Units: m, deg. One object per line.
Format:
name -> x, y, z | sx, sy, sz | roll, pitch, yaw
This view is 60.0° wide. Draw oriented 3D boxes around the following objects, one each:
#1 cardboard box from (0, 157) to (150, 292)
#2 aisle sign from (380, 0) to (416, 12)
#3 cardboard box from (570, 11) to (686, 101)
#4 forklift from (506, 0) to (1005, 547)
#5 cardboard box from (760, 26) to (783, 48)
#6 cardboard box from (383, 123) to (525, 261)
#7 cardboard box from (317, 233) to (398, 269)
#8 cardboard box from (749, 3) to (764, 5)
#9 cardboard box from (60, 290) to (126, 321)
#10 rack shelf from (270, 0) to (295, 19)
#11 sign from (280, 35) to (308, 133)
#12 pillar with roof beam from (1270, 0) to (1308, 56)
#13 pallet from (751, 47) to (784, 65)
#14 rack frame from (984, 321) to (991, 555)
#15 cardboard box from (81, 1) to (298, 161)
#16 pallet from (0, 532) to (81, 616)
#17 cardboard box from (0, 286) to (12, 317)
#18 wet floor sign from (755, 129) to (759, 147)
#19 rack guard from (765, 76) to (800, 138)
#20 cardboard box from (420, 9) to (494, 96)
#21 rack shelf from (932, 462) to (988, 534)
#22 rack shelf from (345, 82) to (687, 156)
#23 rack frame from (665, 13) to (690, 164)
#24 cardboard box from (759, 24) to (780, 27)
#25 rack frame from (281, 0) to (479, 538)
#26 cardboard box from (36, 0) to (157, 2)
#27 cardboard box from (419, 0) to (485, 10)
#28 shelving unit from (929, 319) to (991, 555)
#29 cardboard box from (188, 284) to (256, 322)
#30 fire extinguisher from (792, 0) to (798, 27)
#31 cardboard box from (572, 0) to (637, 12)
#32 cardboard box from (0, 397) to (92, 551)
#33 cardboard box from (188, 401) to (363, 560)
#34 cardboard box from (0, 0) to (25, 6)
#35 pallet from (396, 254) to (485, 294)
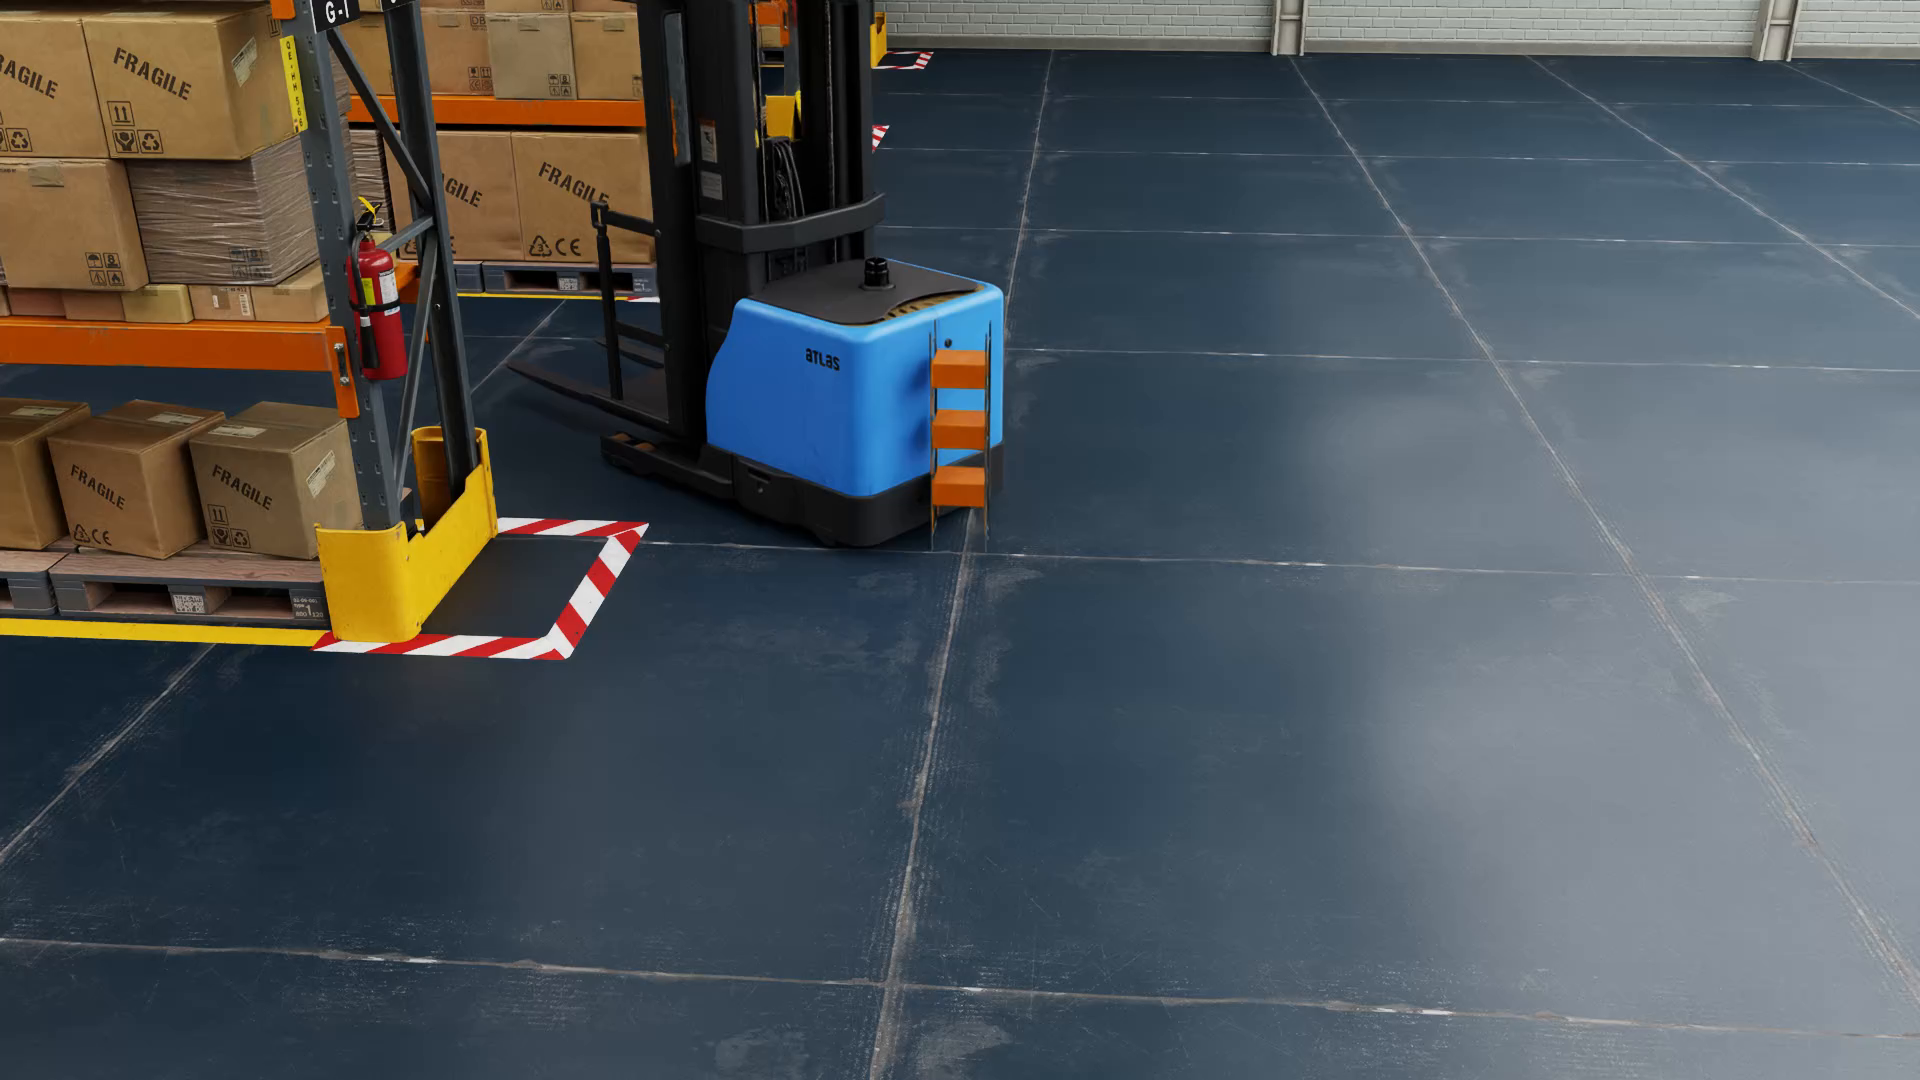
cardboard box -> -3.364, -1.359, 6.640 | 0.500, 0.500, 0.875 | 2, 25, 4
aisle sign -> -2.225, -2.488, 6.458 | 0.004, 0.787, 0.394 | 2, 25, 4
cardboard box -> -2.203, -3.309, 11.173 | 0.550, 0.550, 0.875 | 2, 25, 4
forklift -> -1.213, -1.802, 8.161 | 3.031, 2.935, 1.130 | 21, 32, 37
cardboard box -> -2.163, -6.228, 20.483 | 0.500, 0.250, 0.500 | 2, 25, 4
cardboard box -> -3.388, -2.495, 11.623 | 0.875, 0.875, 0.875 | 1, 25, 3
cardboard box -> -2.576, -1.178, 7.022 | 0.250, 0.149, 0.380 | 2, 25, 4
cardboard box -> -1.941, -5.123, 15.595 | 0.250, 0.149, 0.380 | 3, 25, 6
cardboard box -> -3.360, -1.002, 6.639 | 0.250, 0.149, 0.380 | 2, 25, 4
rack shelf -> -4.304, -2.284, 6.396 | 4.000, 0.370, 1.077 | 2, 25, 4
sign -> -2.372, -1.623, 5.925 | 0.005, 0.325, 0.100 | 2, 25, 4
pillar with roof beam -> 3.853, -8.520, 15.501 | 0.400, 9.000, 9.100 | 2, 25, 4
pallet -> -1.941, -6.123, 20.805 | 1.213, 0.211, 1.003 | 2, 25, 4
rack frame -> 0.124, -0.450, 7.473 | 0.008, 1.050, 0.200 | 2, 25, 5
cardboard box -> -2.877, -1.733, 6.256 | 0.500, 0.500, 0.500 | 2, 25, 4
pallet -> -4.406, 0.000, 7.498 | 1.213, 0.211, 1.003 | 2, 25, 4
cardboard box -> -3.857, -1.026, 6.691 | 0.250, 0.149, 0.380 | 2, 25, 4
wet floor sign -> -1.649, -3.002, 13.503 | 0.232, 0.644, 0.267 | -2, 25, -5
rack guard -> -1.627, -4.181, 16.238 | 0.348, 0.500, 1.175 | 2, 25, 4
cardboard box -> -3.302, -3.388, 11.344 | 0.550, 0.550, 0.875 | 2, 25, 4
rack shelf -> 0.003, -0.193, 7.604 | 0.240, 0.259, 0.215 | 2, 25, 5
rack shelf -> -3.824, -2.985, 11.509 | 4.000, 0.370, 1.077 | 2, 25, 4
rack frame -> -1.829, -3.248, 11.220 | 0.127, 3.000, 1.000 | 2, 25, 4
cardboard box -> -2.183, -6.458, 20.384 | 0.500, 0.250, 0.500 | 2, 25, 3
rack frame -> -2.310, -1.184, 6.734 | 0.127, 3.000, 1.000 | 2, 25, 4
cardboard box -> -3.335, -1.969, 6.768 | 0.500, 0.500, 0.500 | 2, 25, 4
cardboard box -> -3.300, -3.888, 11.140 | 0.550, 0.550, 0.875 | 2, 25, 4
shelving unit -> 0.003, -0.455, 7.484 | 0.252, 1.050, 0.215 | 2, 25, 5
cardboard box -> -2.859, -1.001, 6.637 | 0.250, 0.149, 0.380 | 2, 25, 4
fire extinguisher -> -1.472, -5.083, 15.301 | 0.183, 0.674, 0.296 | 2, 25, 4
cardboard box -> -2.196, -3.834, 11.023 | 0.550, 0.550, 0.875 | 2, 25, 4
cardboard box -> -4.153, -0.299, 7.299 | 0.500, 0.500, 0.500 | 4, 25, 9
cardboard box -> -2.931, -0.266, 7.227 | 0.500, 0.500, 0.500 | 6, 25, 14
cardboard box -> -3.875, -1.764, 6.323 | 0.500, 0.500, 0.500 | 2, 25, 4
pallet -> -3.846, -2.014, 11.874 | 1.213, 0.211, 1.003 | 2, 25, 4
